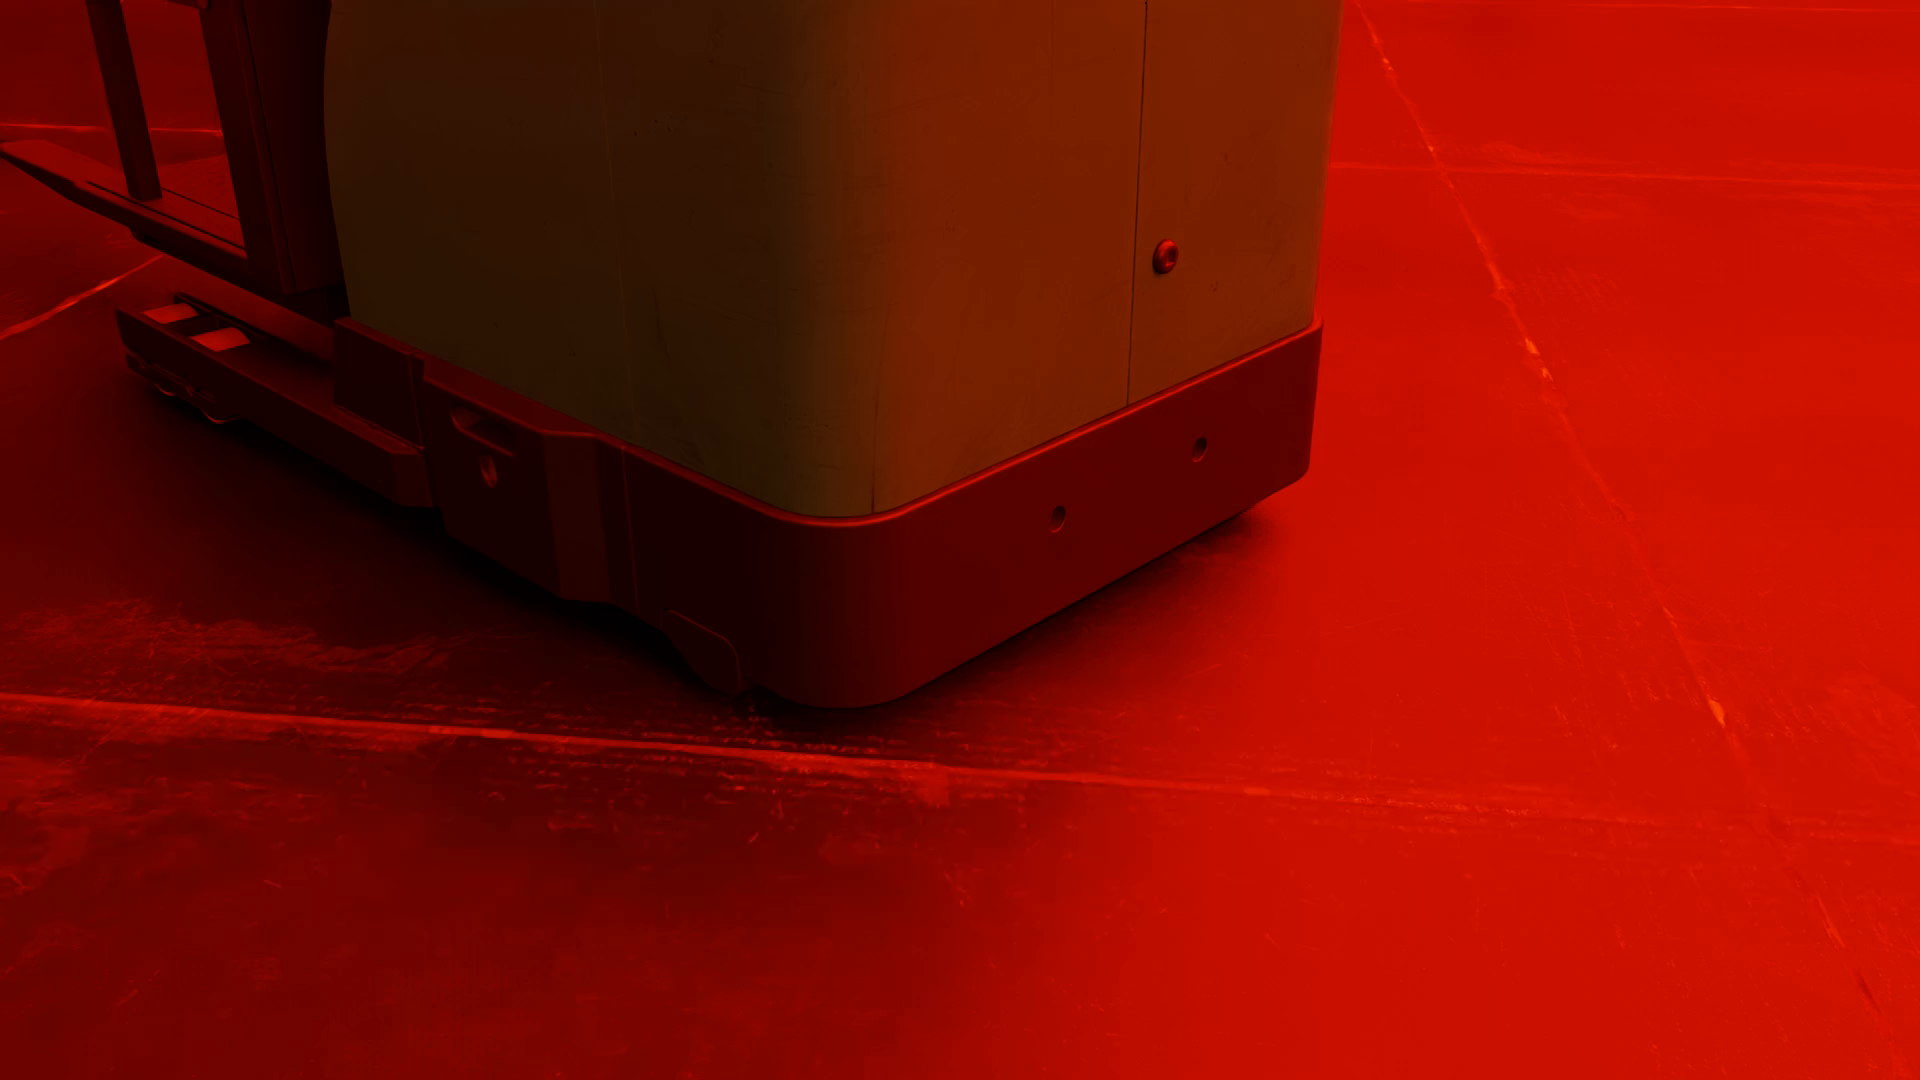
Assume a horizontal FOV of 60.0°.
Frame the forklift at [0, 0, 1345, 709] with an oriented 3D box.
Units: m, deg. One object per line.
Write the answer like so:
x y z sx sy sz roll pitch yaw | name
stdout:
-0.879 -1.663 2.551 3.031 2.935 1.130 23 34 38 | forklift
